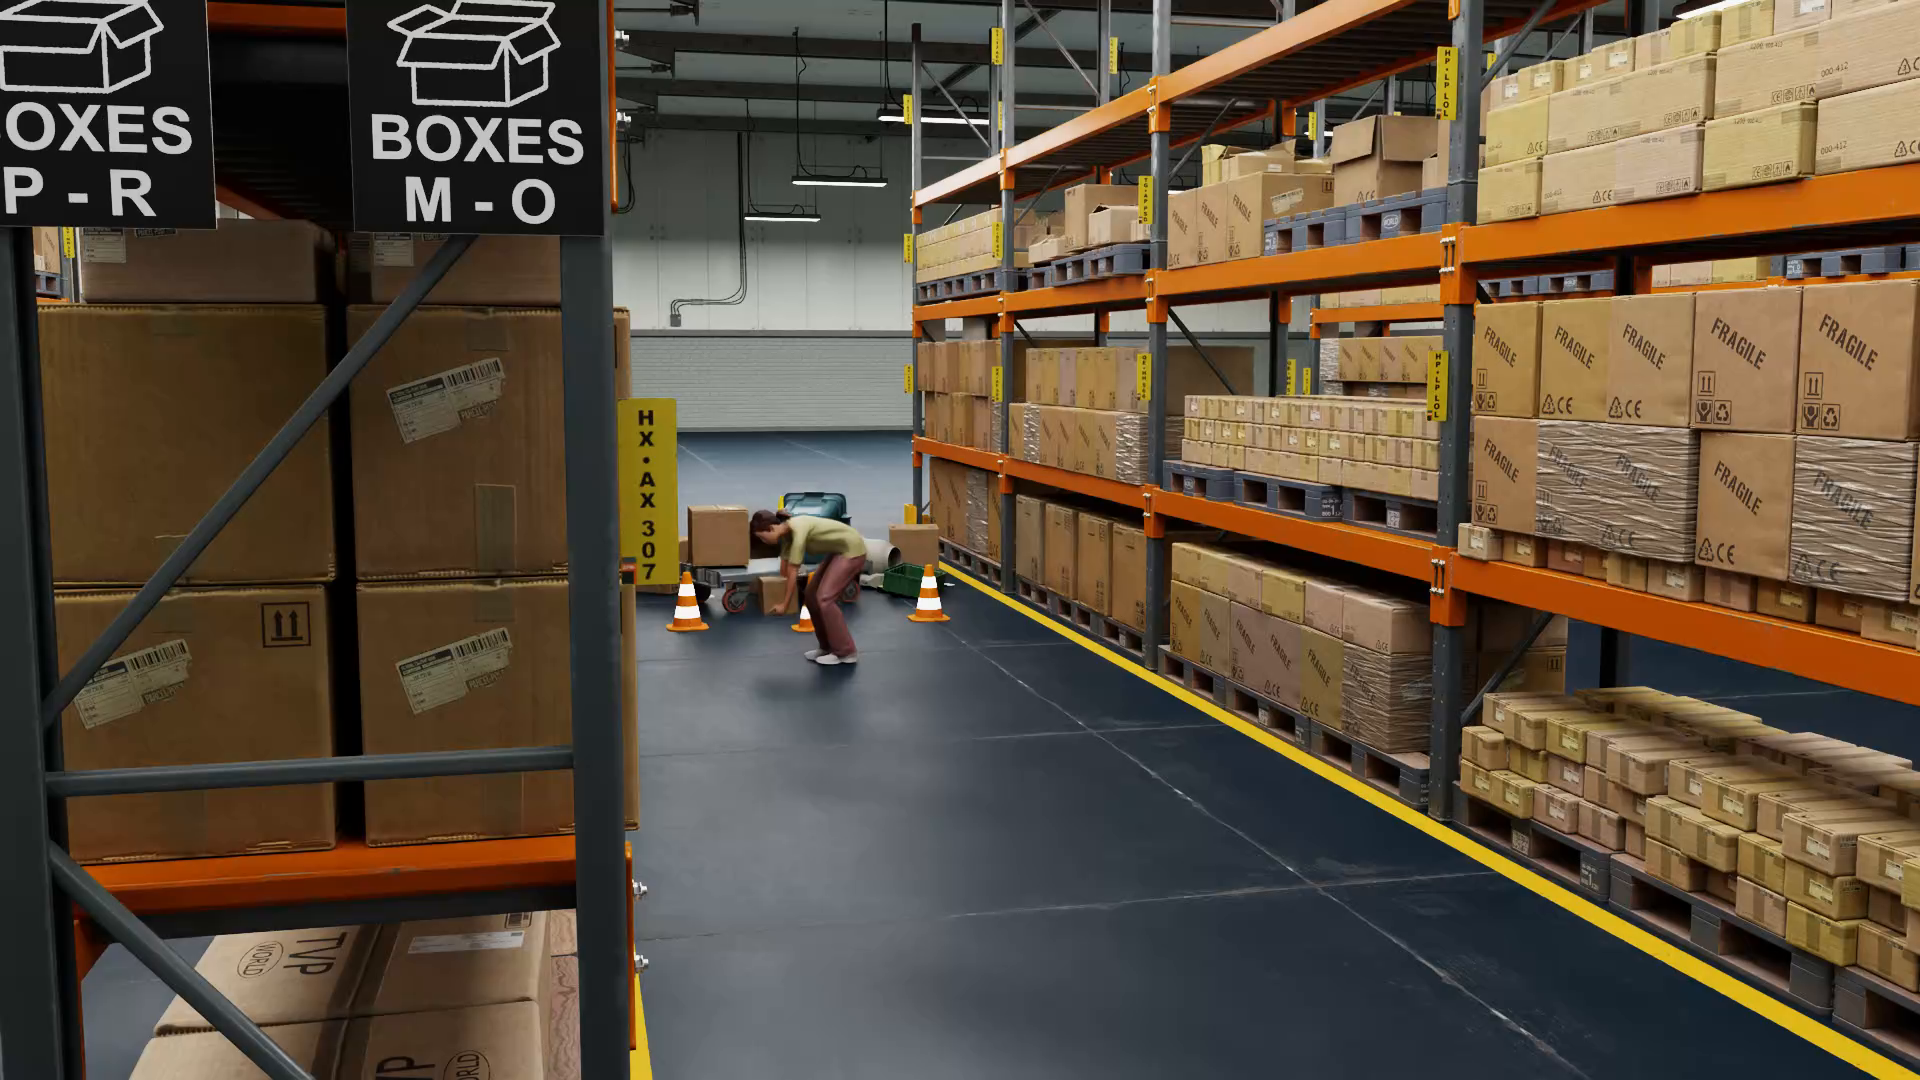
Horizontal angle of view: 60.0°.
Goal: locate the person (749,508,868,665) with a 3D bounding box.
[{"bbox_3d":[-1.099,0.329,12.090,0.853,1.143,0.440,-2,6,-16],"label":"person"}]
